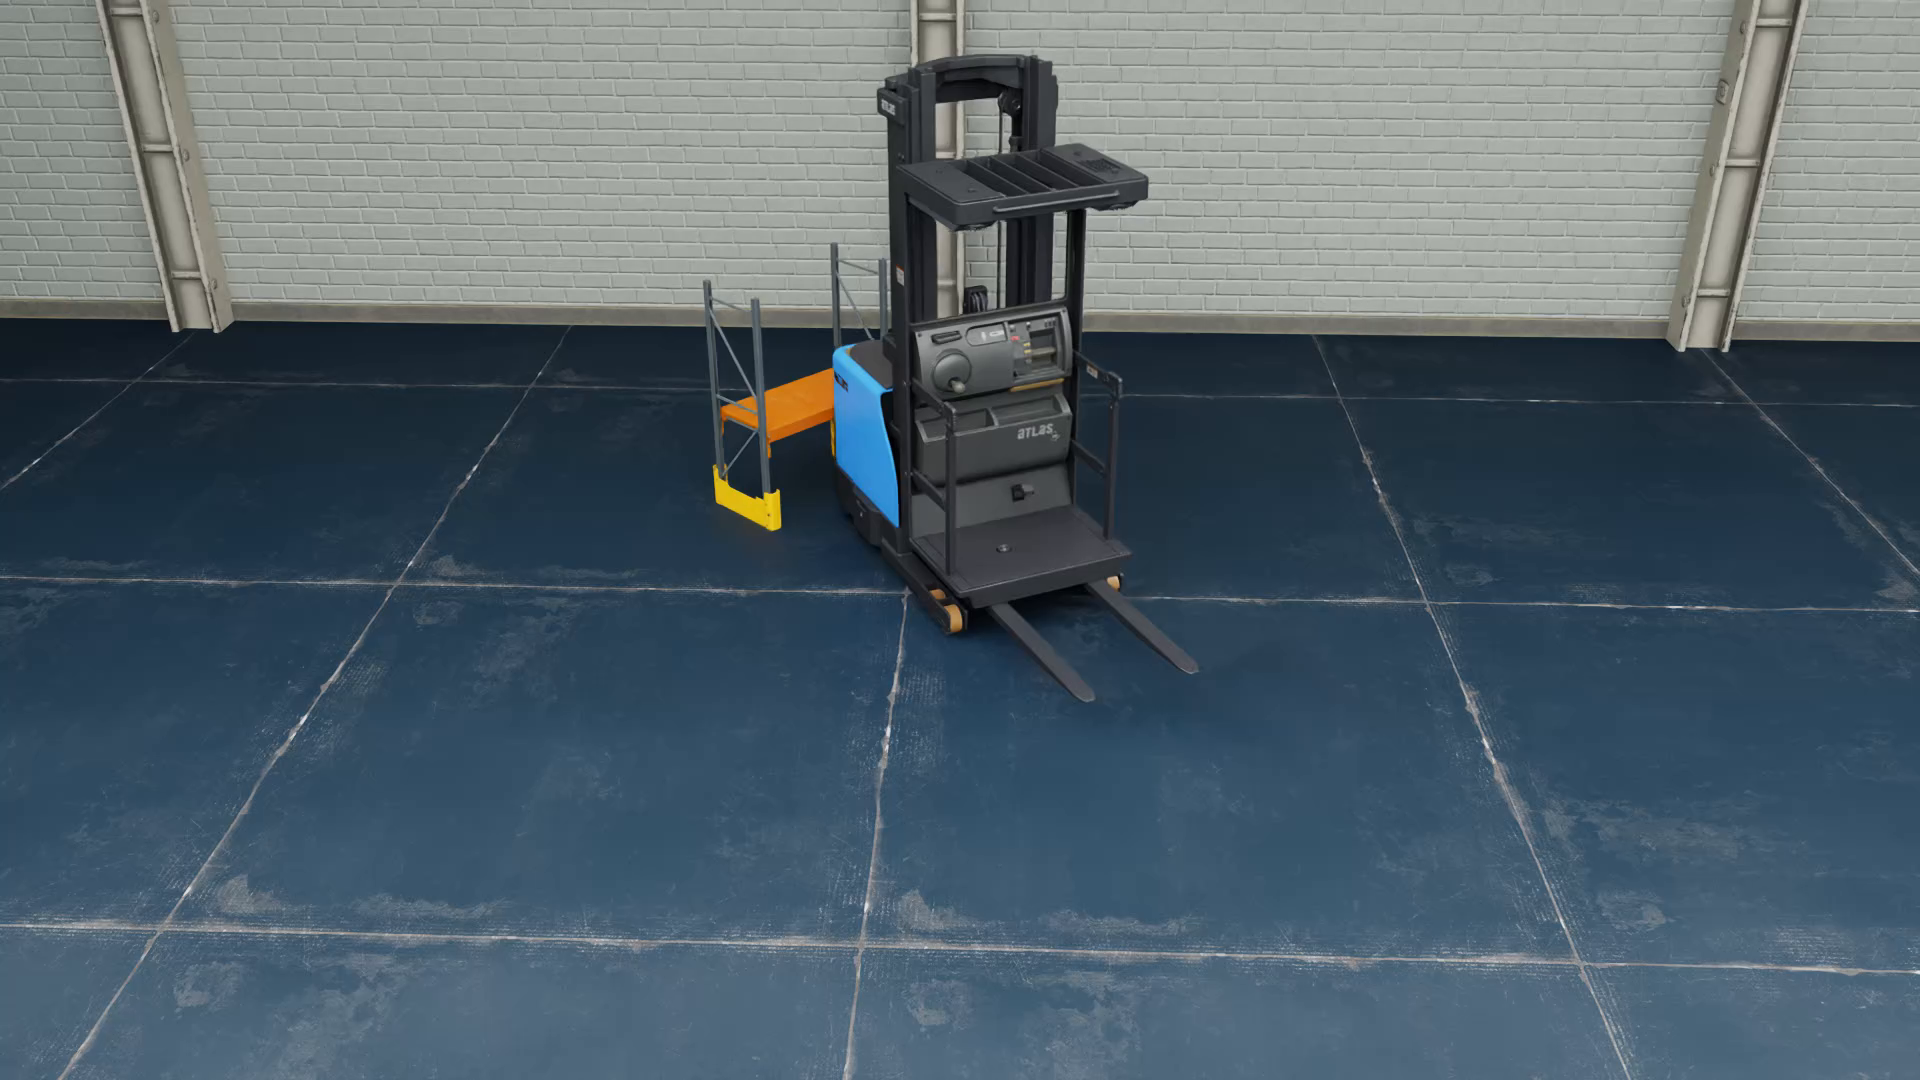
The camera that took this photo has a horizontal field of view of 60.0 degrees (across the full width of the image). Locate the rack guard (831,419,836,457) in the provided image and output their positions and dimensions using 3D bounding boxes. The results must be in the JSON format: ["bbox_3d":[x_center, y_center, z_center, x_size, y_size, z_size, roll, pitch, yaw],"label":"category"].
[{"bbox_3d":[-0.645,-0.609,11.131,0.587,0.250,0.087,25,37,38],"label":"rack guard"}]

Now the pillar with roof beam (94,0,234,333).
[{"bbox_3d":[-6.311,-3.709,7.638,0.400,9.000,9.100,1,28,2],"label":"pillar with roof beam"}]

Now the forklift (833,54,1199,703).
[{"bbox_3d":[0.284,-1.002,9.011,1.130,2.935,3.031,-12,30,-22],"label":"forklift"}]

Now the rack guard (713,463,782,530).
[{"bbox_3d":[-1.345,-0.277,10.505,0.587,0.250,0.087,25,37,38],"label":"rack guard"}]

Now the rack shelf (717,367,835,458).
[{"bbox_3d":[-1.001,-0.833,10.604,0.538,0.185,1.000,25,37,38],"label":"rack shelf"}]

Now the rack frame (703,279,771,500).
[{"bbox_3d":[-1.359,-0.823,10.201,0.500,1.500,0.032,25,37,38],"label":"rack frame"}]

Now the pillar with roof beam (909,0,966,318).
[{"bbox_3d":[-0.315,-3.610,7.451,0.400,9.000,9.100,1,28,2],"label":"pillar with roof beam"}]

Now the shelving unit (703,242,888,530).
[{"bbox_3d":[-0.995,-0.995,10.526,0.587,1.500,1.083,25,37,38],"label":"shelving unit"}]

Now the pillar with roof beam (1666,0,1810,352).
[{"bbox_3d":[5.682,-3.510,7.264,0.400,9.000,9.100,1,28,2],"label":"pillar with roof beam"}]

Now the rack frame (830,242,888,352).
[{"bbox_3d":[-0.644,-1.161,10.839,0.500,1.500,0.032,25,37,38],"label":"rack frame"}]
